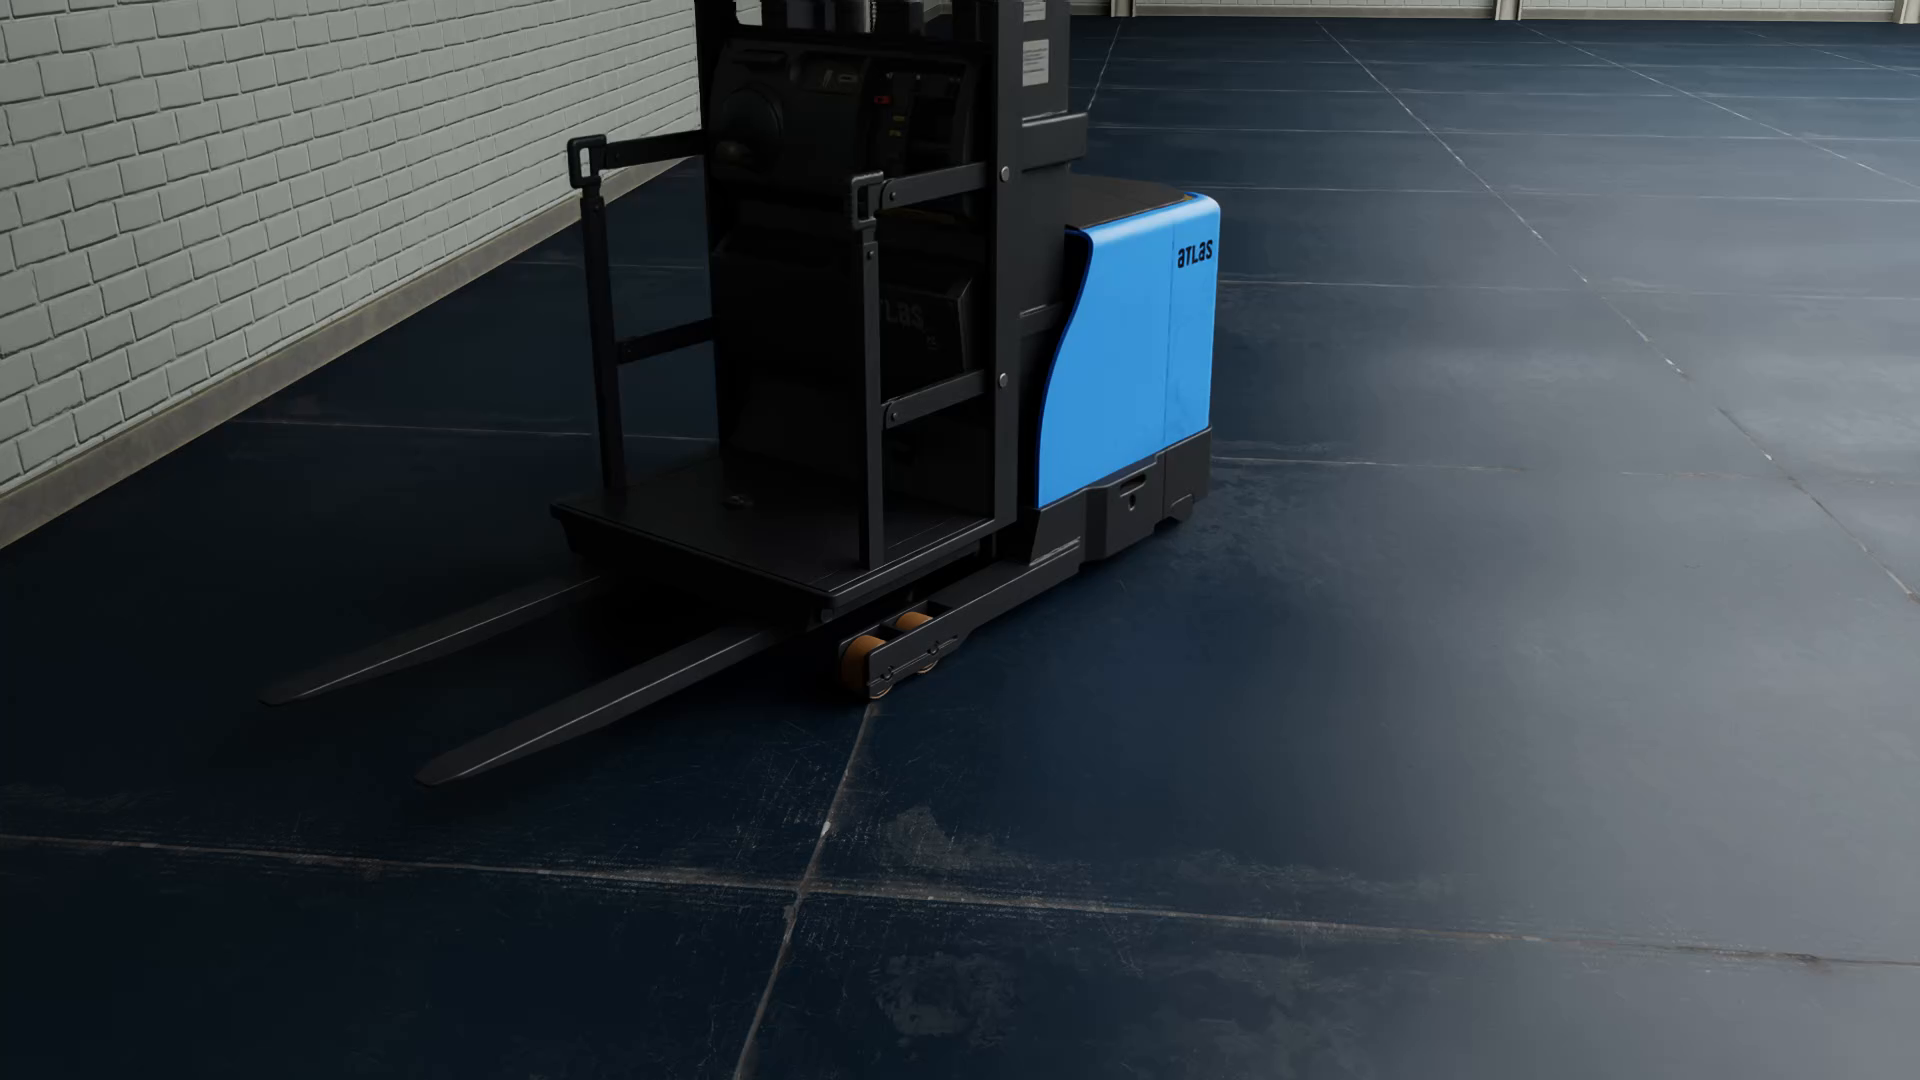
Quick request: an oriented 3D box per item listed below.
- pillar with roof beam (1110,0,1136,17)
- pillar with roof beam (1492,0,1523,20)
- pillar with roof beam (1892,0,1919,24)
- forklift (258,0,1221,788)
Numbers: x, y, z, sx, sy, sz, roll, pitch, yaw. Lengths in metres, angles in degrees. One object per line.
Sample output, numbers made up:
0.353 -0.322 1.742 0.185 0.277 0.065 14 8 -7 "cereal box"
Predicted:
2.124 -11.062 21.179 0.400 9.000 9.100 2 22 6 "pillar with roof beam"
8.083 -10.802 20.523 0.400 9.000 9.100 2 22 6 "pillar with roof beam"
14.041 -10.542 19.866 0.400 9.000 9.100 2 22 6 "pillar with roof beam"
-0.455 -1.149 4.359 1.130 2.935 3.031 16 27 35 "forklift"
